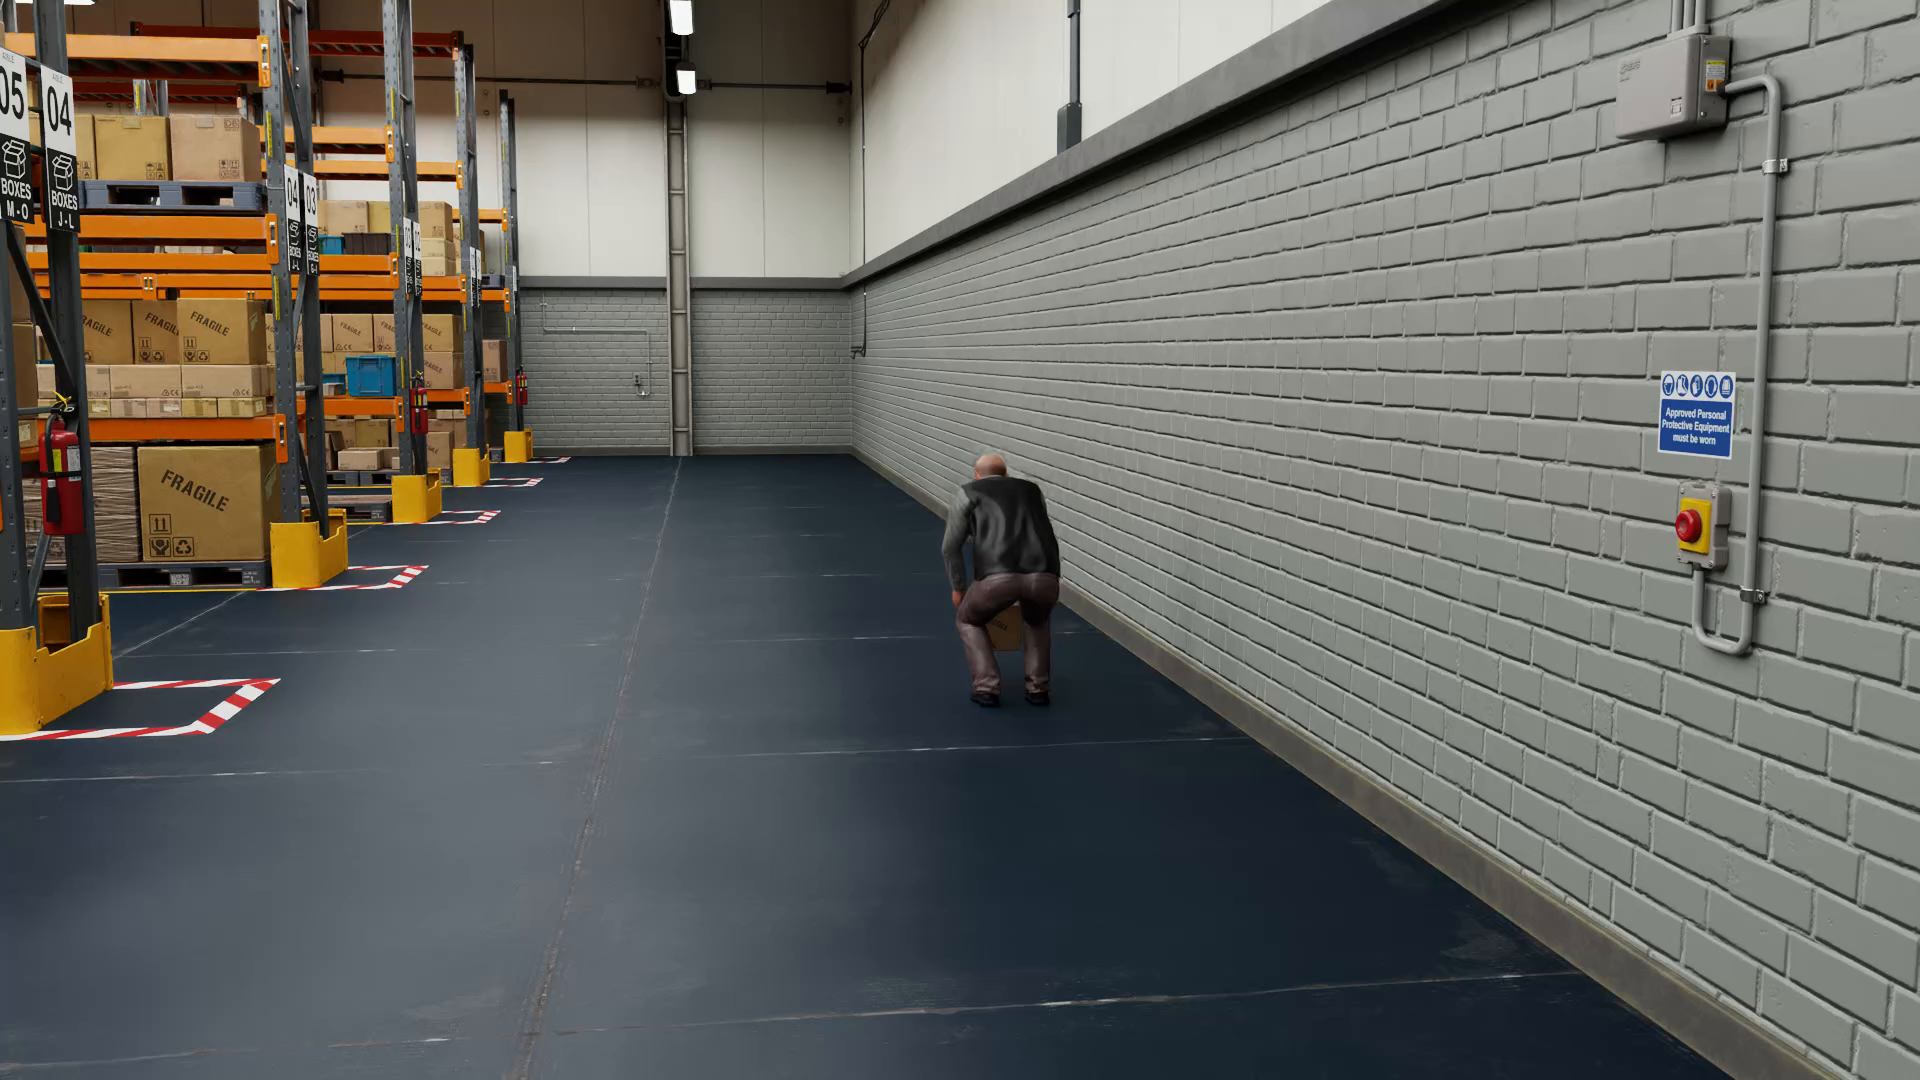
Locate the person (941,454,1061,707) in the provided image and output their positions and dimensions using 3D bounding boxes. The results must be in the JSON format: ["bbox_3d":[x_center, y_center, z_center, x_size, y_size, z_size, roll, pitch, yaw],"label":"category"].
[{"bbox_3d":[0.214,0.204,8.587,0.586,1.261,0.779,-1,7,-9],"label":"person"}]
